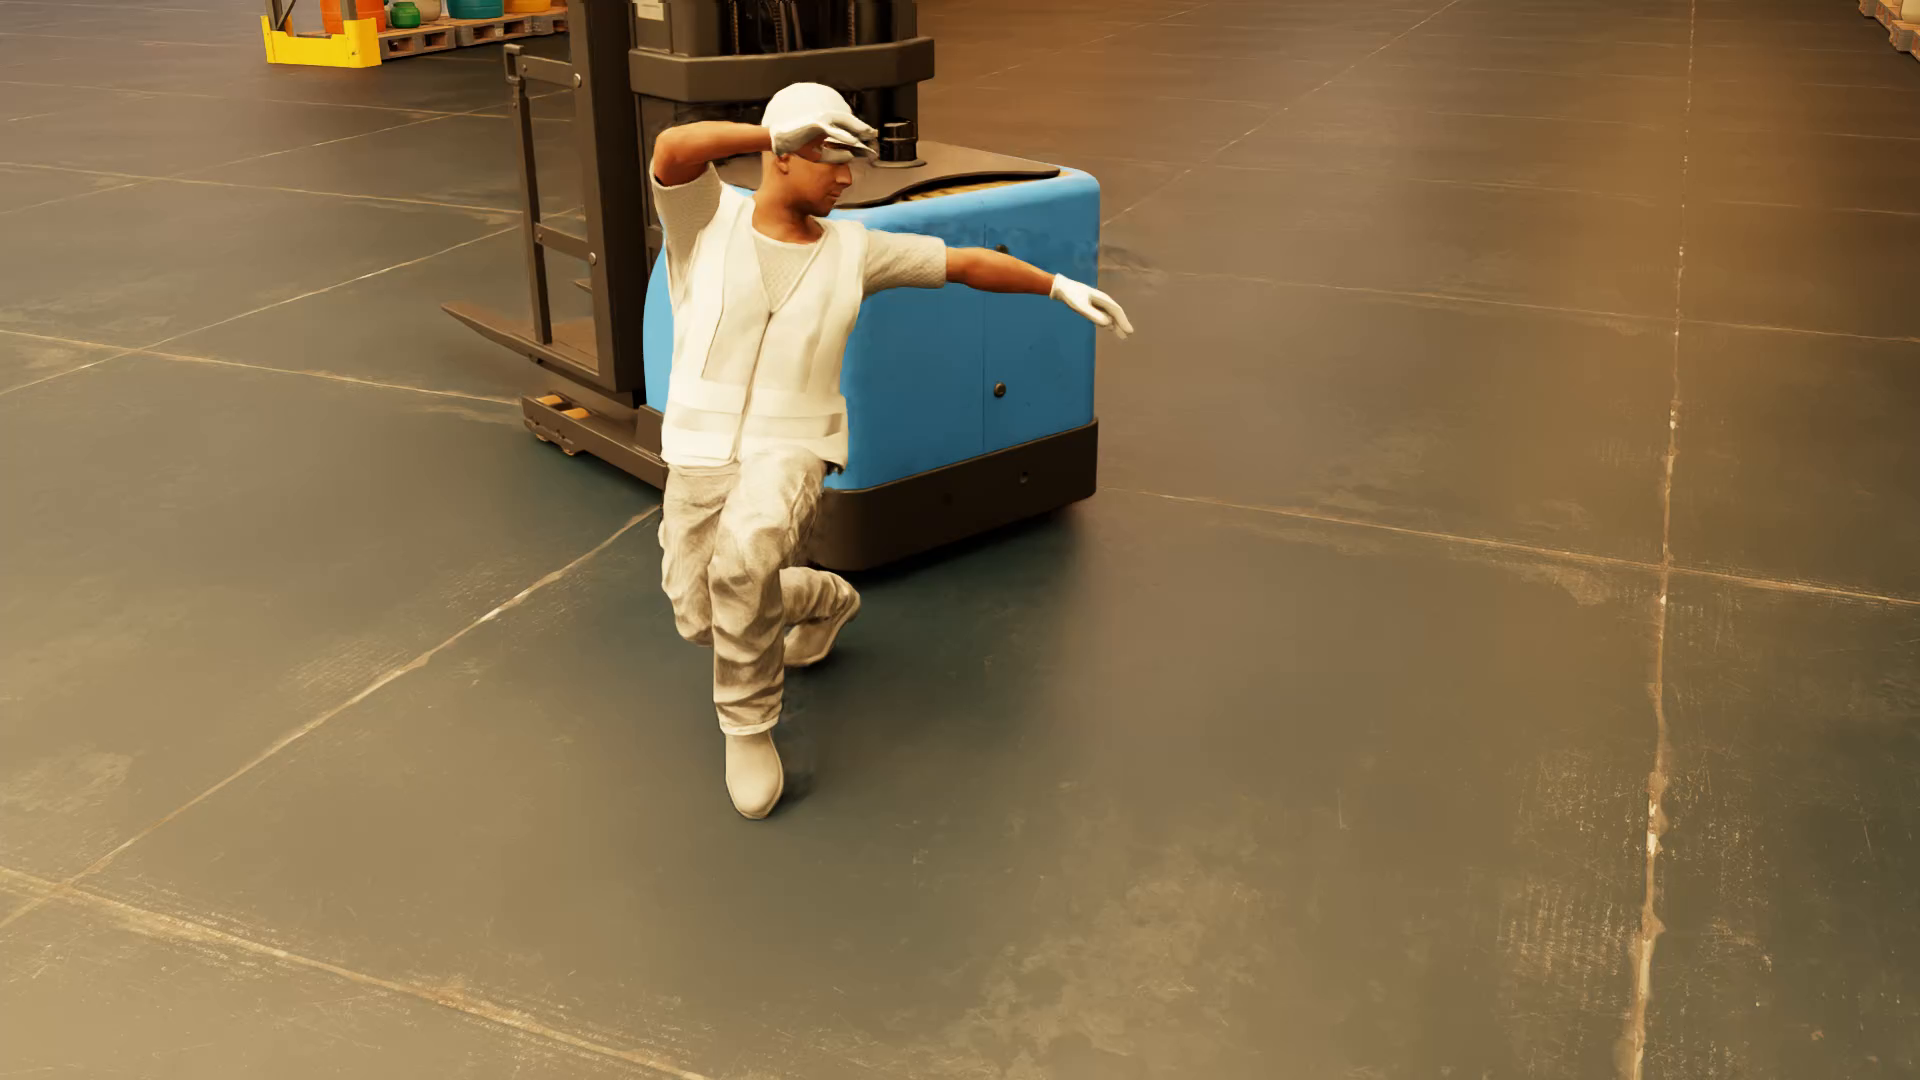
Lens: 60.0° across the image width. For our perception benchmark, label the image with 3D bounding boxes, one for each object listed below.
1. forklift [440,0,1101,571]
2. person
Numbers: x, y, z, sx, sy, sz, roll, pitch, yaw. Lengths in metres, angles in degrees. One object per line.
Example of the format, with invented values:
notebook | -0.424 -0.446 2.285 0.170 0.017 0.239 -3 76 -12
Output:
forklift | -0.904 -1.756 5.494 1.130 2.935 3.031 -18 29 -37
person | -0.171 -0.228 3.731 1.067 1.483 0.916 3 23 8
